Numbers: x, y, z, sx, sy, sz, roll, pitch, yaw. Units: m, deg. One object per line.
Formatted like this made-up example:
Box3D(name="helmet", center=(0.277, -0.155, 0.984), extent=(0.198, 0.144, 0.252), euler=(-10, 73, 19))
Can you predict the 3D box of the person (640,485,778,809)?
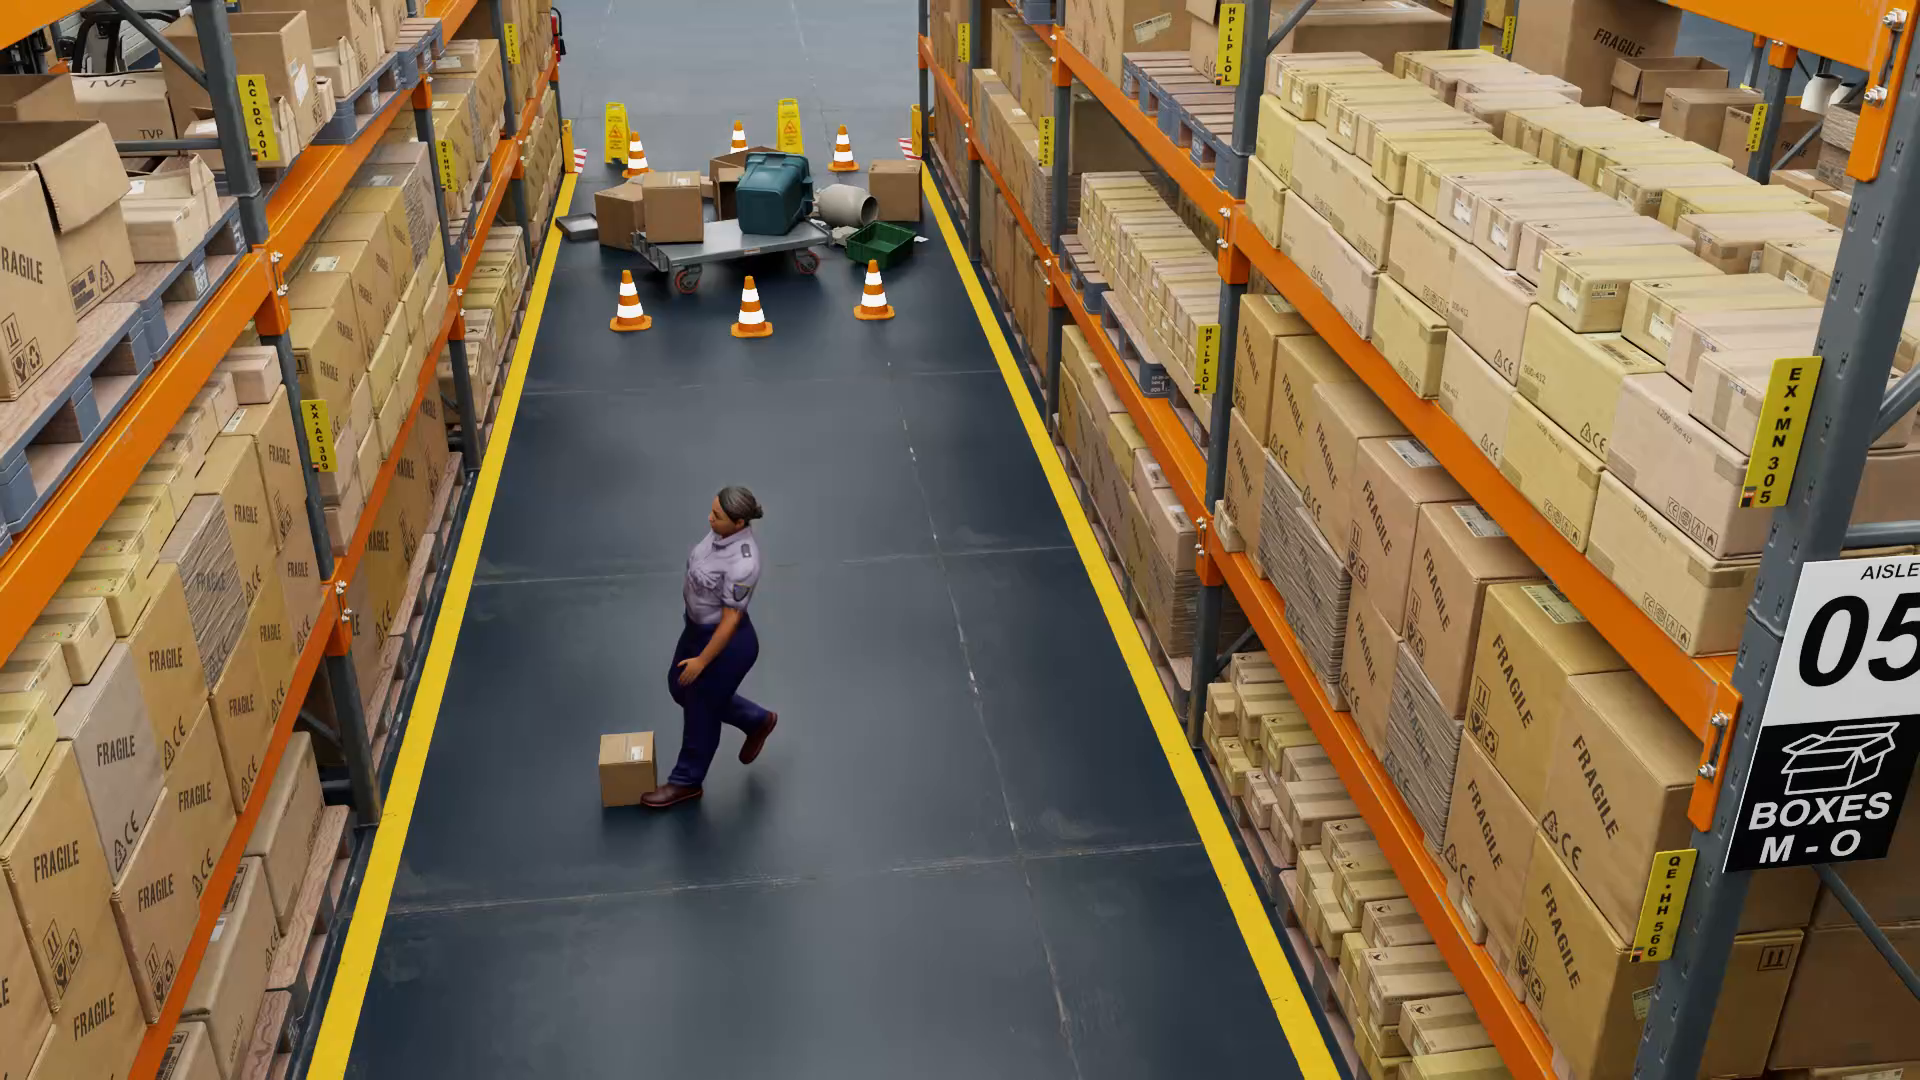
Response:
Box3D(name="person", center=(-1.206, 0.476, 7.734), extent=(0.715, 1.602, 0.521), euler=(-9, 29, -17))
